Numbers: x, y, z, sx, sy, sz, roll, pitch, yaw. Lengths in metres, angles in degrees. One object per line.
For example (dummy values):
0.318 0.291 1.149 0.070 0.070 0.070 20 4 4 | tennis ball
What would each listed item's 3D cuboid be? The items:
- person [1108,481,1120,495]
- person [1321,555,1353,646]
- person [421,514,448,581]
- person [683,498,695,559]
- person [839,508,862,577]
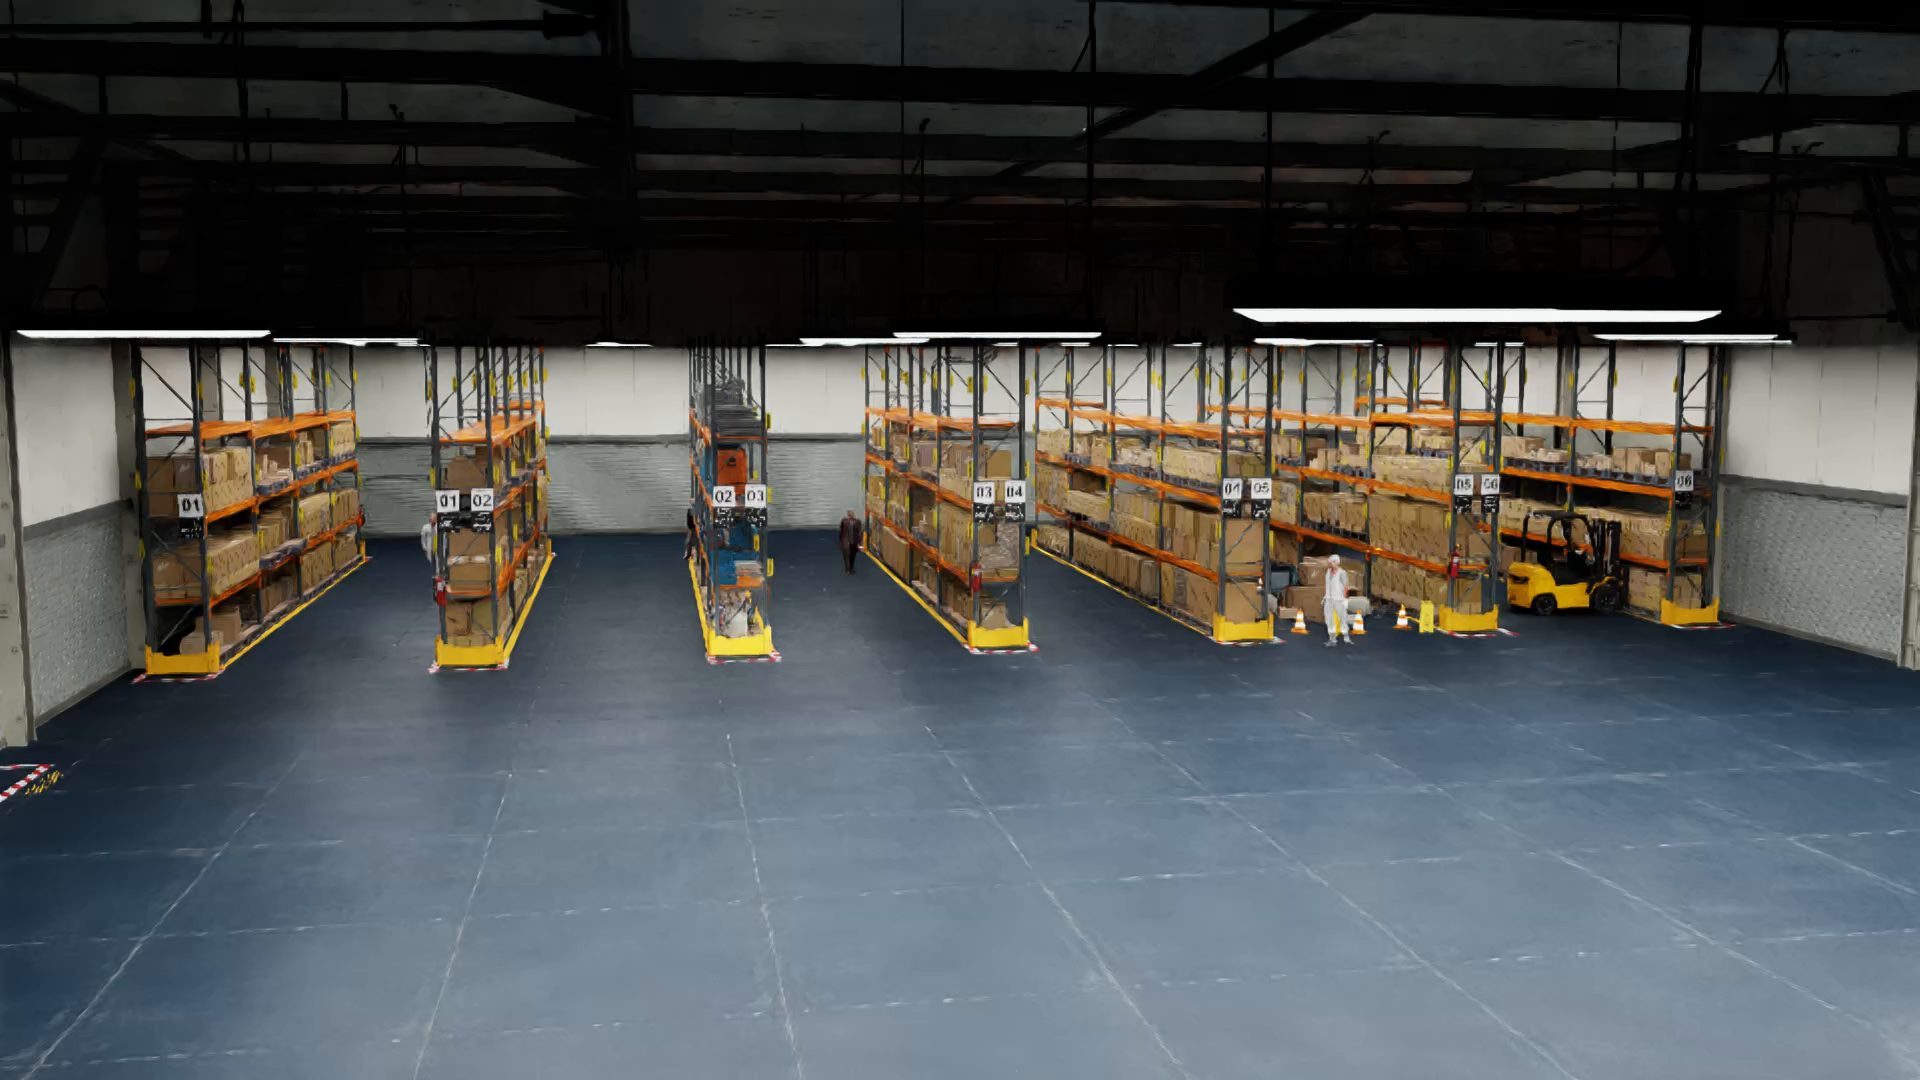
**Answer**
4.757 -0.992 51.035 0.687 1.769 0.560 -5 8 -36 | person
7.287 1.162 32.217 0.541 1.780 0.626 -5 8 -38 | person
-12.908 0.197 40.826 0.594 1.707 1.216 -1 7 -8 | person
-7.263 -0.332 45.643 0.569 1.667 0.943 1 7 12 | person
-2.788 0.000 42.298 0.586 1.652 1.037 -1 7 -13 | person
